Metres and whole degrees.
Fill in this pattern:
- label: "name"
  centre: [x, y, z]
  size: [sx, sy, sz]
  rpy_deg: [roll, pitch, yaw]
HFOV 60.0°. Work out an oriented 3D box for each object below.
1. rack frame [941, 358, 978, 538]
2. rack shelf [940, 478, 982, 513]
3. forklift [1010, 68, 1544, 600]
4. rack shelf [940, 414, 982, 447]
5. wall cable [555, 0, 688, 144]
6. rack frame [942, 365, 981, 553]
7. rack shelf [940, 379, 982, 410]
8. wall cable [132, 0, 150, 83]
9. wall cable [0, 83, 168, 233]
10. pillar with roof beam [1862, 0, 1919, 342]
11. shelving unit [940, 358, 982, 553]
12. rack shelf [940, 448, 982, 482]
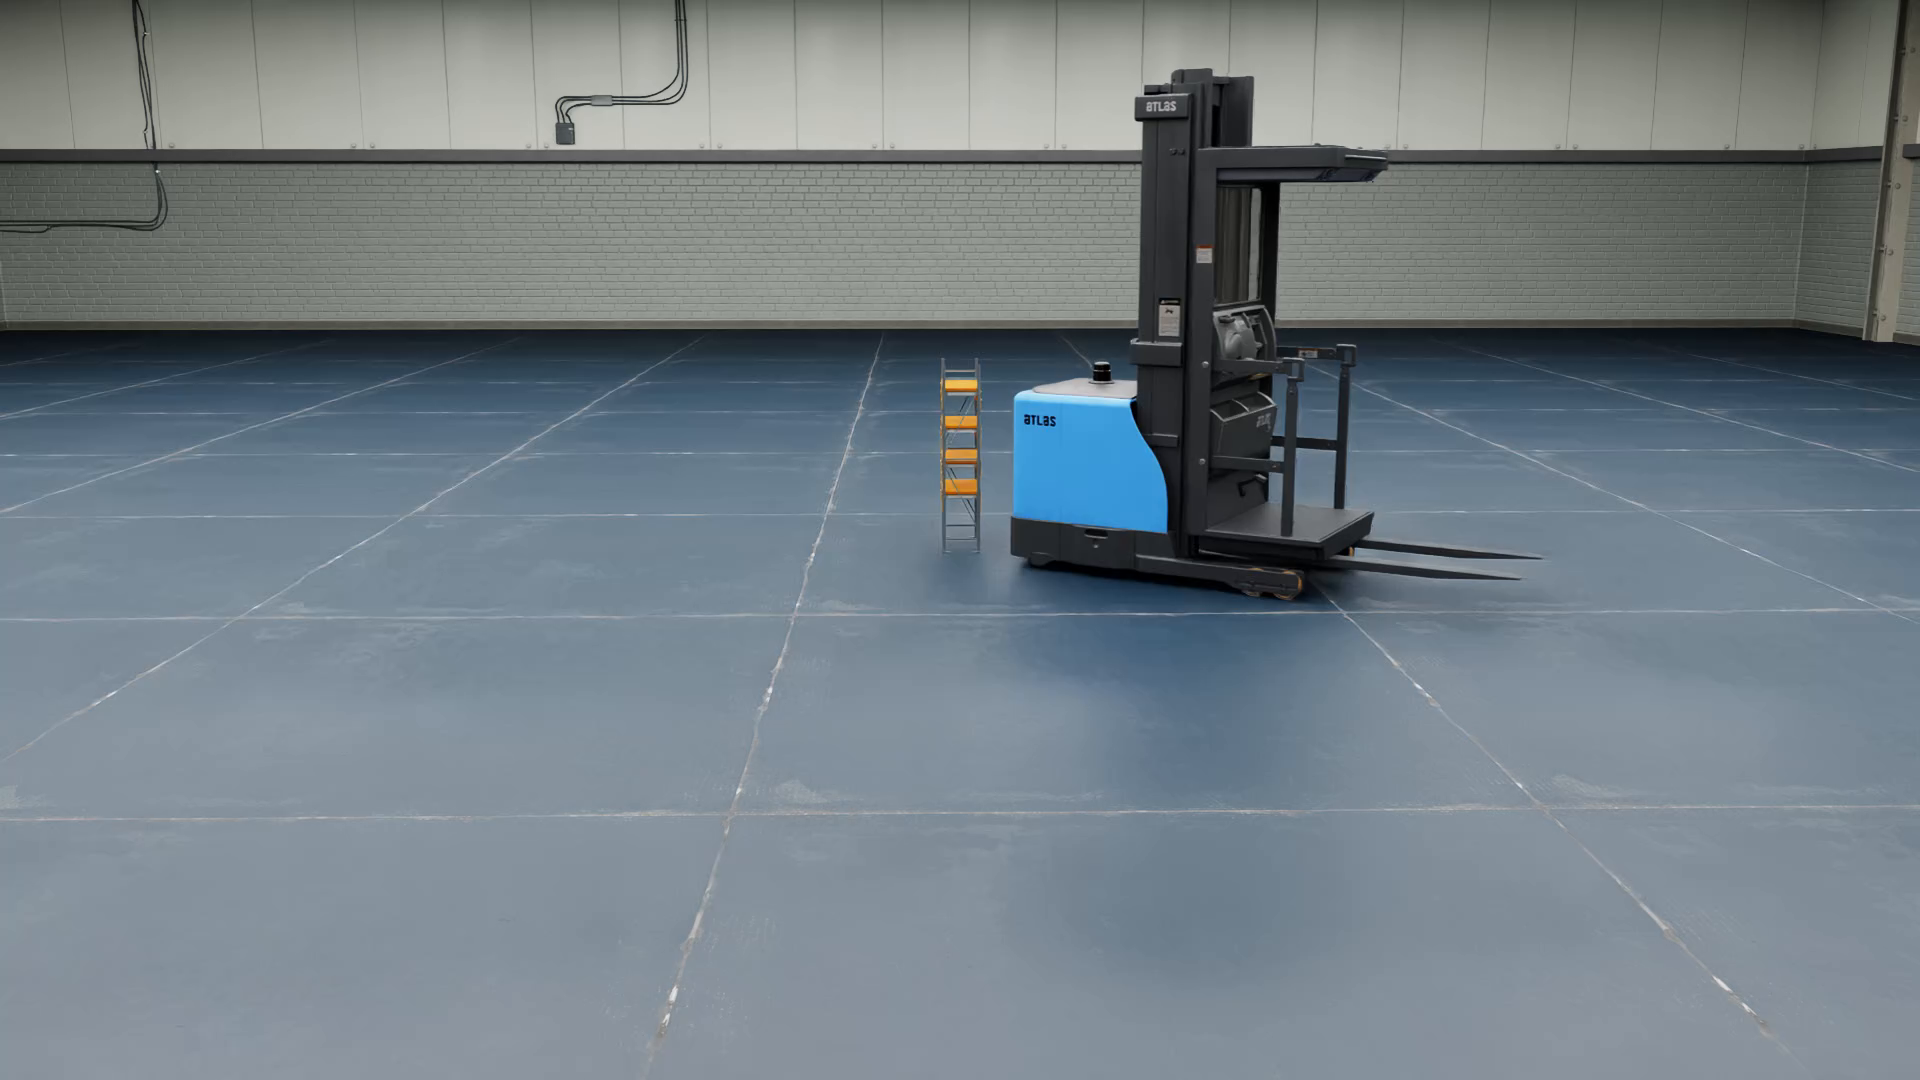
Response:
- label: "rack frame"
  centre: [-0.002, -0.604, 11.017]
  size: [0.240, 1.200, 0.015]
  rpy_deg: [0, 11, -1]
- label: "rack shelf"
  centre: [0.003, -0.295, 10.830]
  size: [0.258, 0.148, 0.480]
  rpy_deg: [0, 11, -1]
- label: "forklift"
  centre: [1.849, -1.216, 9.682]
  size: [3.031, 2.935, 1.130]
  rpy_deg: [6, 13, 29]
- label: "rack shelf"
  centre: [0.003, -0.708, 10.747]
  size: [0.258, 0.148, 0.480]
  rpy_deg: [0, 11, -1]
- label: "wall cable"
  centre: [-5.832, -9.808, 28.220]
  size: [2.305, 6.003, 0.169]
  rpy_deg: [0, 11, -1]
- label: "rack frame"
  centre: [0.008, -0.507, 10.539]
  size: [0.240, 1.200, 0.015]
  rpy_deg: [0, 11, -1]
- label: "rack shelf"
  centre: [0.003, -0.940, 10.699]
  size: [0.258, 0.148, 0.480]
  rpy_deg: [0, 11, -1]
- label: "wall cable"
  centre: [-12.619, -9.070, 28.243]
  size: [3.097, 2.526, 0.112]
  rpy_deg: [0, 11, -1]
- label: "wall cable"
  centre: [-15.323, -6.584, 28.690]
  size: [3.097, 2.526, 0.112]
  rpy_deg: [0, 11, -1]
- label: "pillar with roof beam"
  centre: [10.605, -7.627, 26.019]
  size: [9.100, 9.000, 0.400]
  rpy_deg: [0, 11, -1]
- label: "shelving unit"
  centre: [0.003, -0.555, 10.778]
  size: [0.258, 1.200, 0.503]
  rpy_deg: [0, 11, -1]
- label: "rack shelf"
  centre: [0.003, -0.489, 10.791]
  size: [0.258, 0.148, 0.480]
  rpy_deg: [0, 11, -1]
